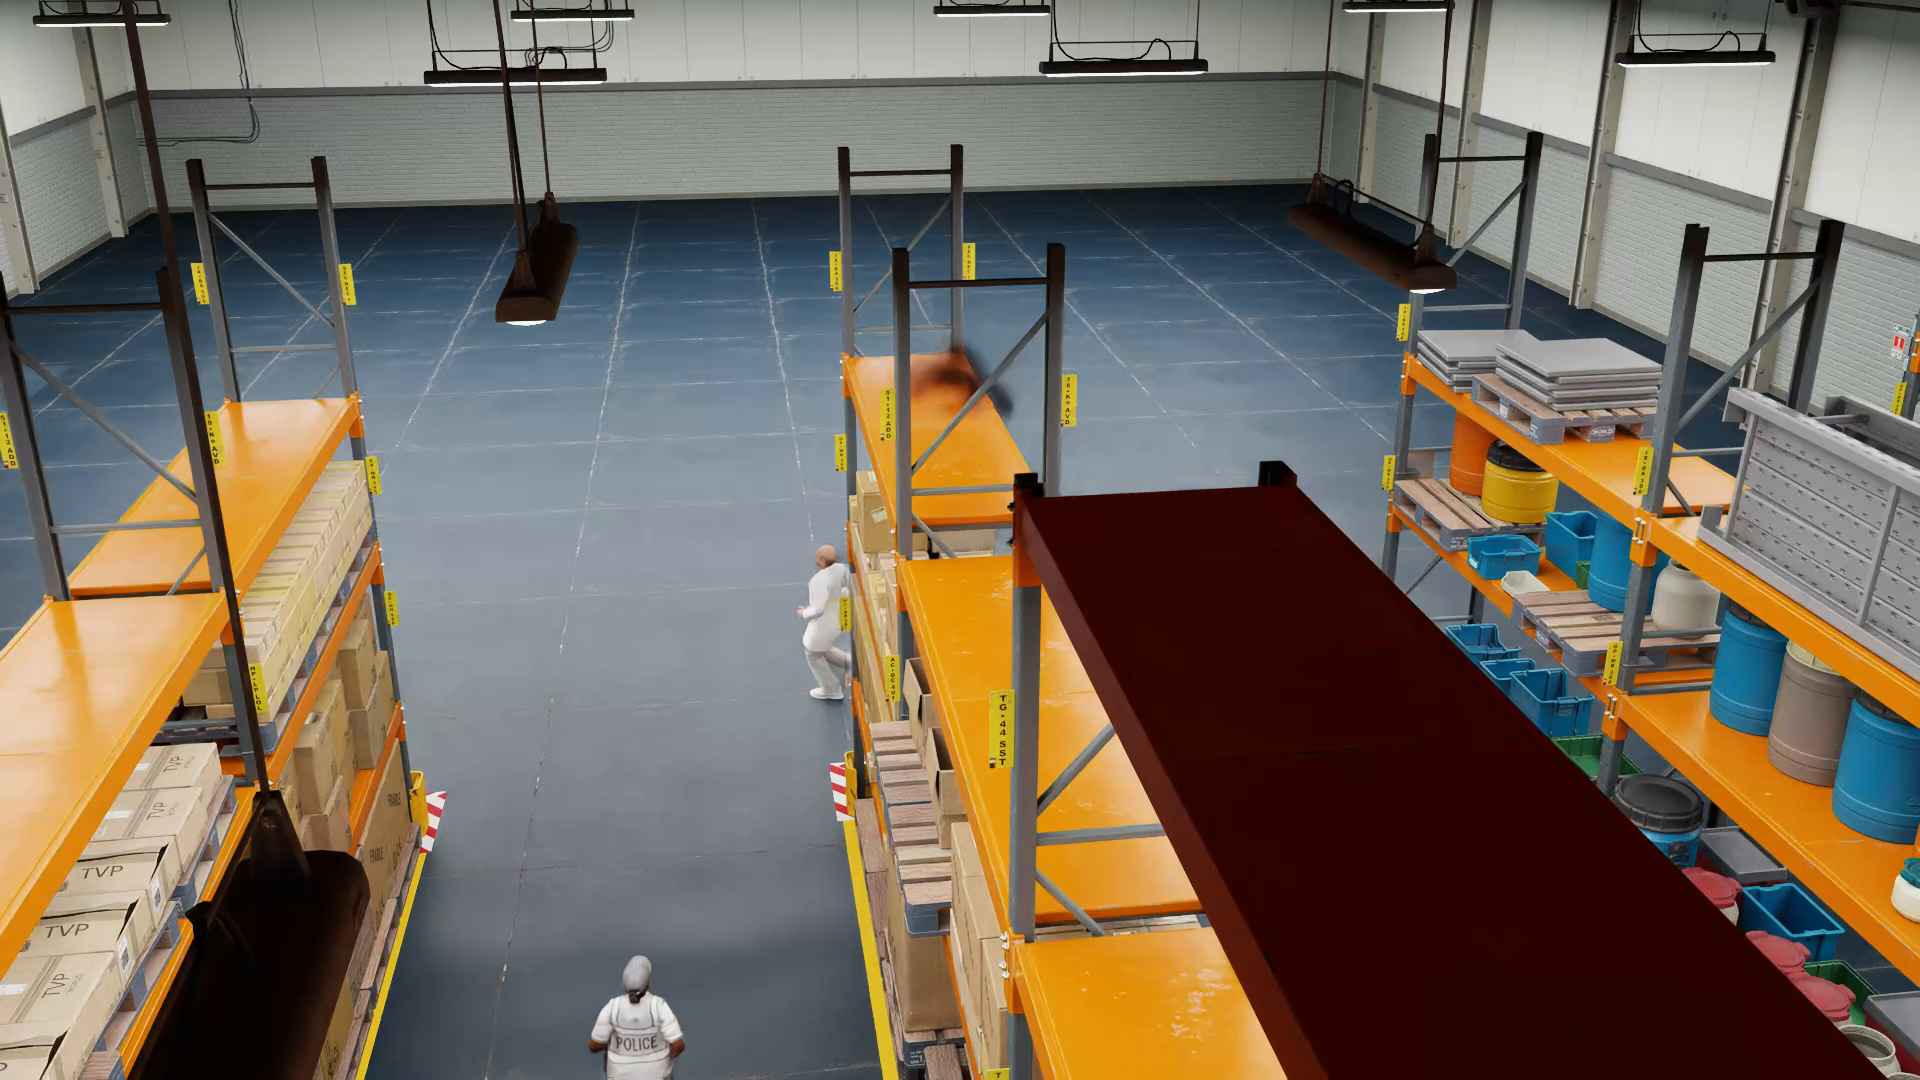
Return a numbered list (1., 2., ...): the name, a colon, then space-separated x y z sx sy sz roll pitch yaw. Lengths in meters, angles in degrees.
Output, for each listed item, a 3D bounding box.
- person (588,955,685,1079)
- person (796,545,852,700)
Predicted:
1. person: -2.065 3.455 10.725 0.602 1.660 0.686 -4 22 -10
2. person: -1.351 0.863 17.140 0.641 1.739 0.711 9 23 22
